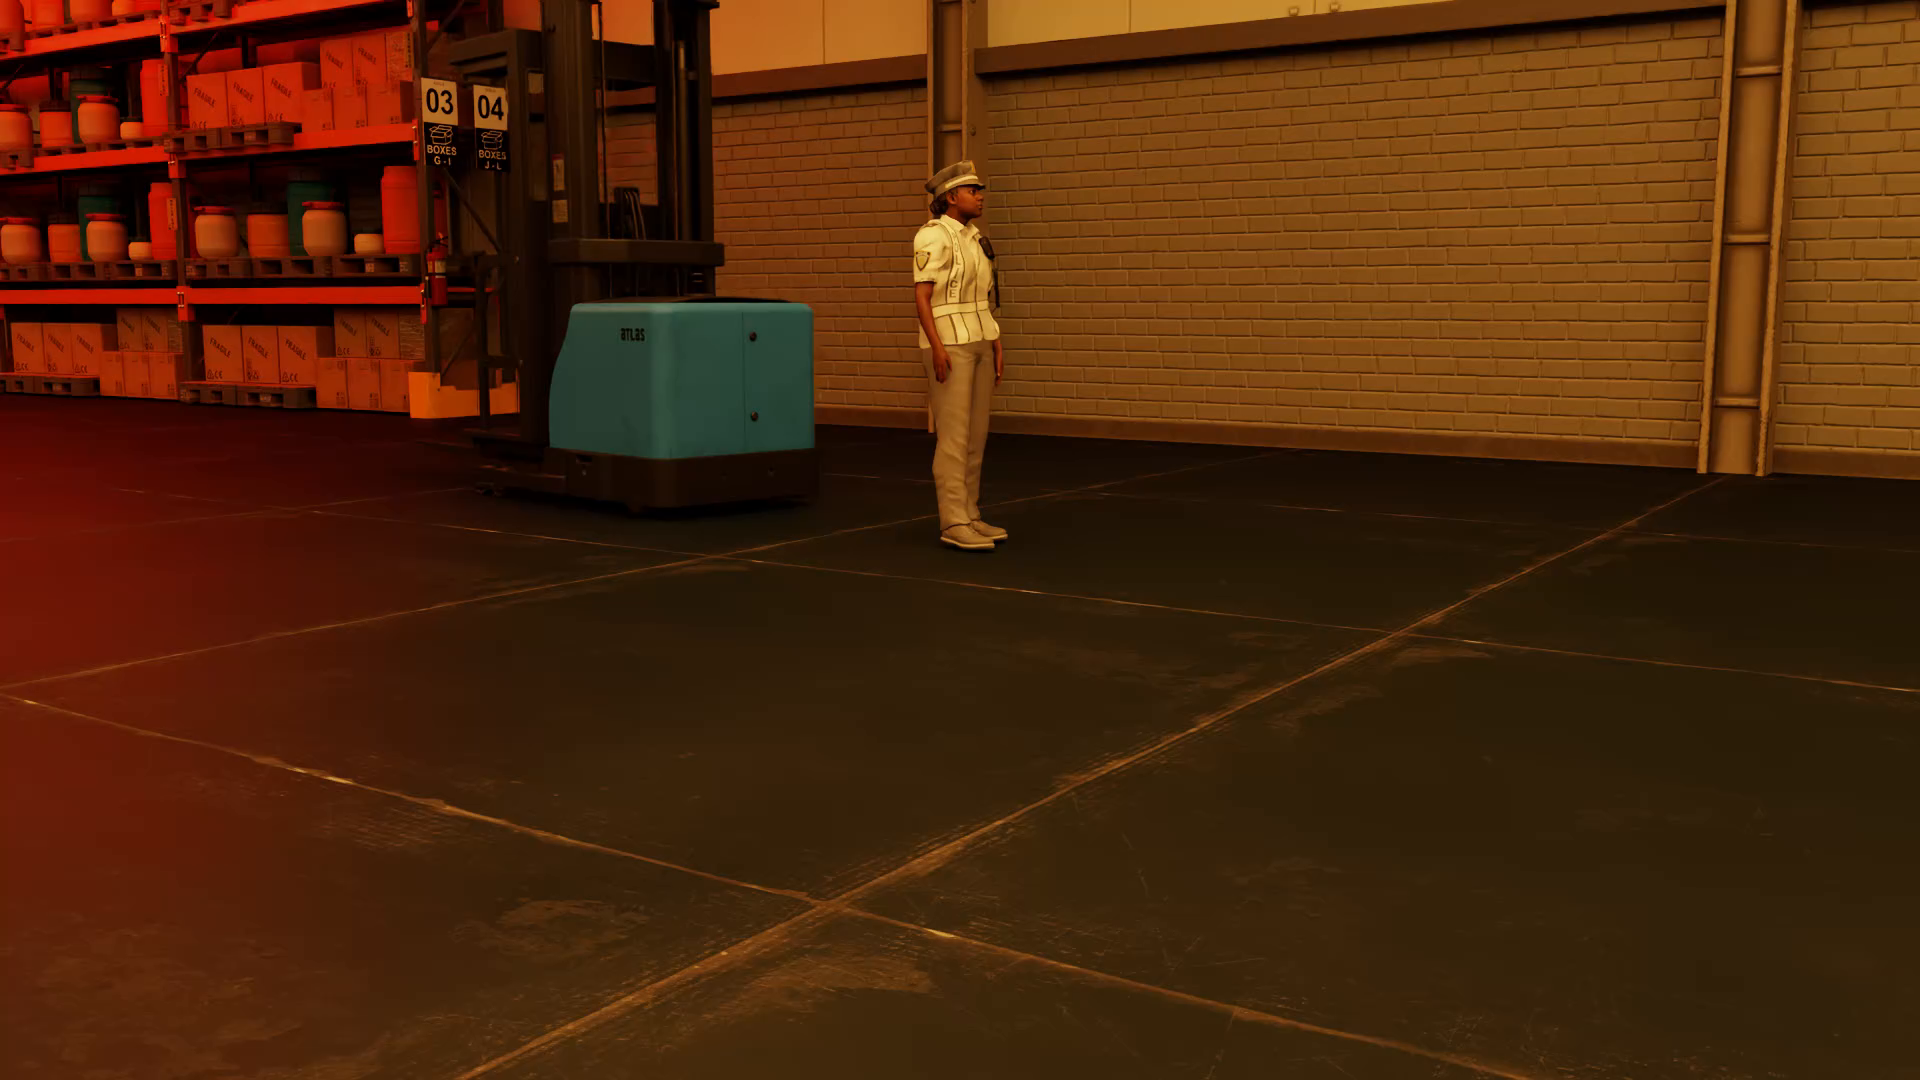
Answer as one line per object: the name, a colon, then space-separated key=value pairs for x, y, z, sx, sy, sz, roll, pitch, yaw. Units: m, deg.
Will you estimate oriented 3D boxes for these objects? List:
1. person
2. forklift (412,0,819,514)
person: x=0.052 y=-0.838 z=7.426 sx=0.528 sy=1.697 sz=0.570 roll=5 pitch=10 yaw=34
forklift: x=-2.143 y=-1.737 z=9.405 sx=1.130 sy=2.935 sz=3.031 roll=-8 pitch=11 yaw=-44
